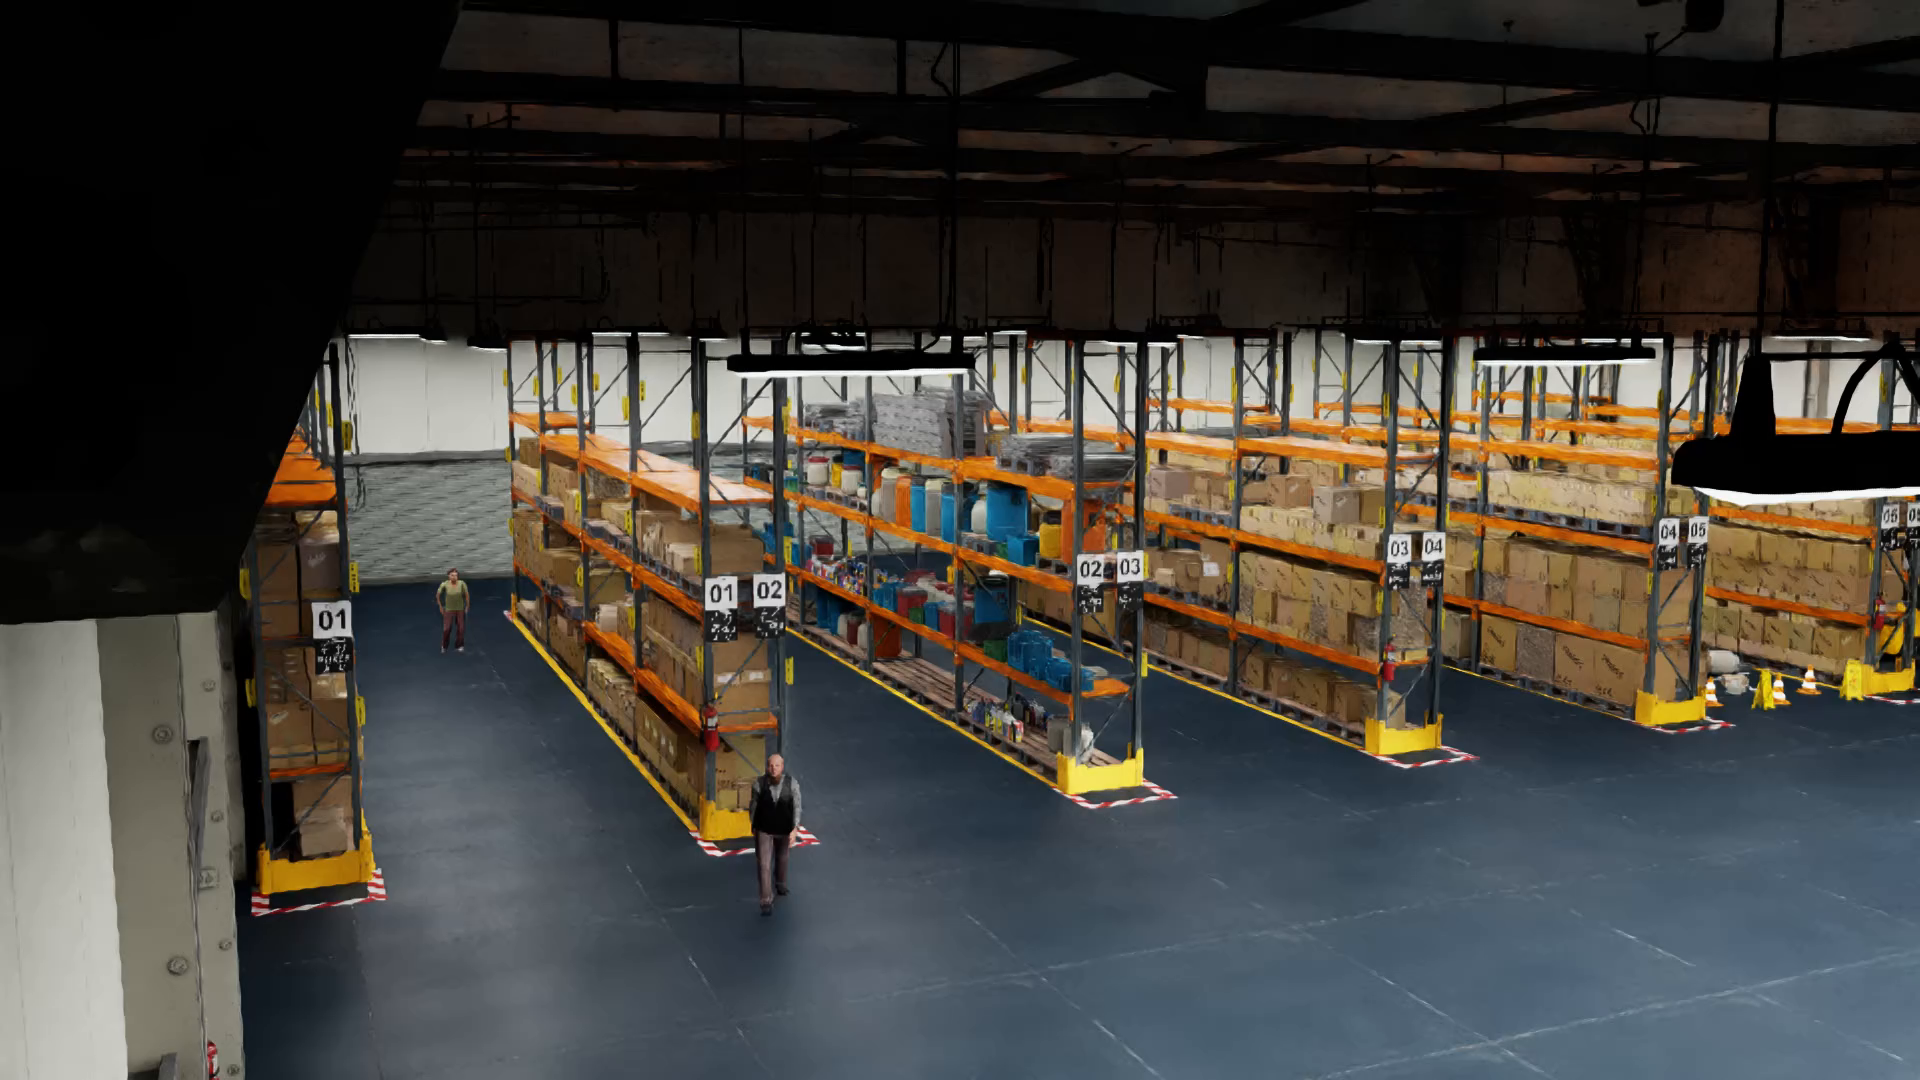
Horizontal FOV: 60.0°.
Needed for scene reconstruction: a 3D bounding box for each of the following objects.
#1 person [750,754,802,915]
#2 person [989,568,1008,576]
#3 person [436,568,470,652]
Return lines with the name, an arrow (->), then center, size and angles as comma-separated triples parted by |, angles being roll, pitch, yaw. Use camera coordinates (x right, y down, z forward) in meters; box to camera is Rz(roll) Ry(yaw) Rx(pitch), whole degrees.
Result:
person -> -1.961, 3.094, 17.763 | 0.539, 1.663, 1.033 | -2, 8, -13
person -> 0.805, 1.090, 32.353 | 0.542, 1.675, 1.126 | -3, 8, -21
person -> -9.489, 1.307, 31.154 | 0.598, 1.619, 0.507 | -4, 9, -25
